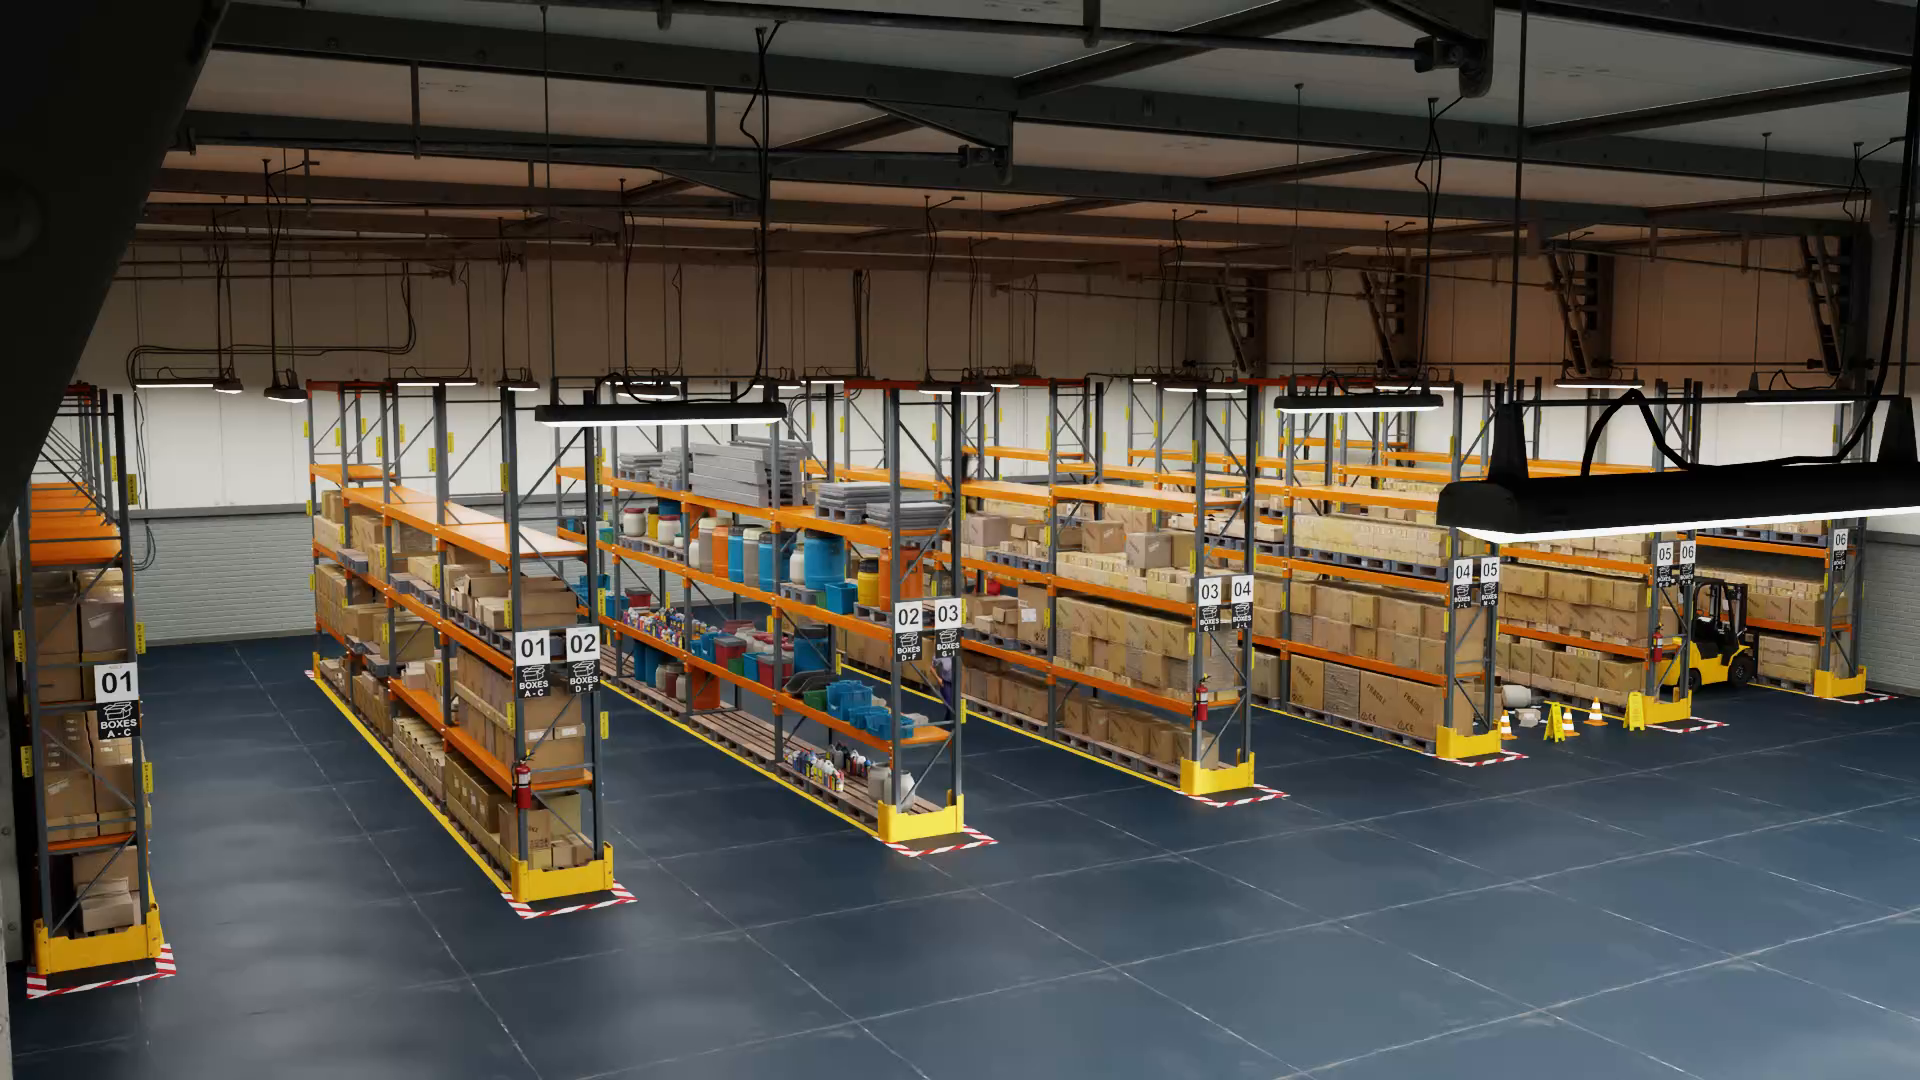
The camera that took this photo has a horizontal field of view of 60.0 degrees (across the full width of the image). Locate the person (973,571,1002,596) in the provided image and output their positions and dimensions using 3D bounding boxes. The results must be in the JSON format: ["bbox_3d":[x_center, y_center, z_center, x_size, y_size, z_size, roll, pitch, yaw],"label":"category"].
[{"bbox_3d":[0.693,1.530,37.276,0.629,1.730,0.675,-4,7,-31],"label":"person"}]

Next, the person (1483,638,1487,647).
[{"bbox_3d":[11.205,1.809,34.929,0.628,1.661,0.729,-5,8,-37],"label":"person"}]

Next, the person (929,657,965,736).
[{"bbox_3d":[-0.226,2.495,28.445,0.605,1.624,0.845,-2,7,-21],"label":"person"}]
